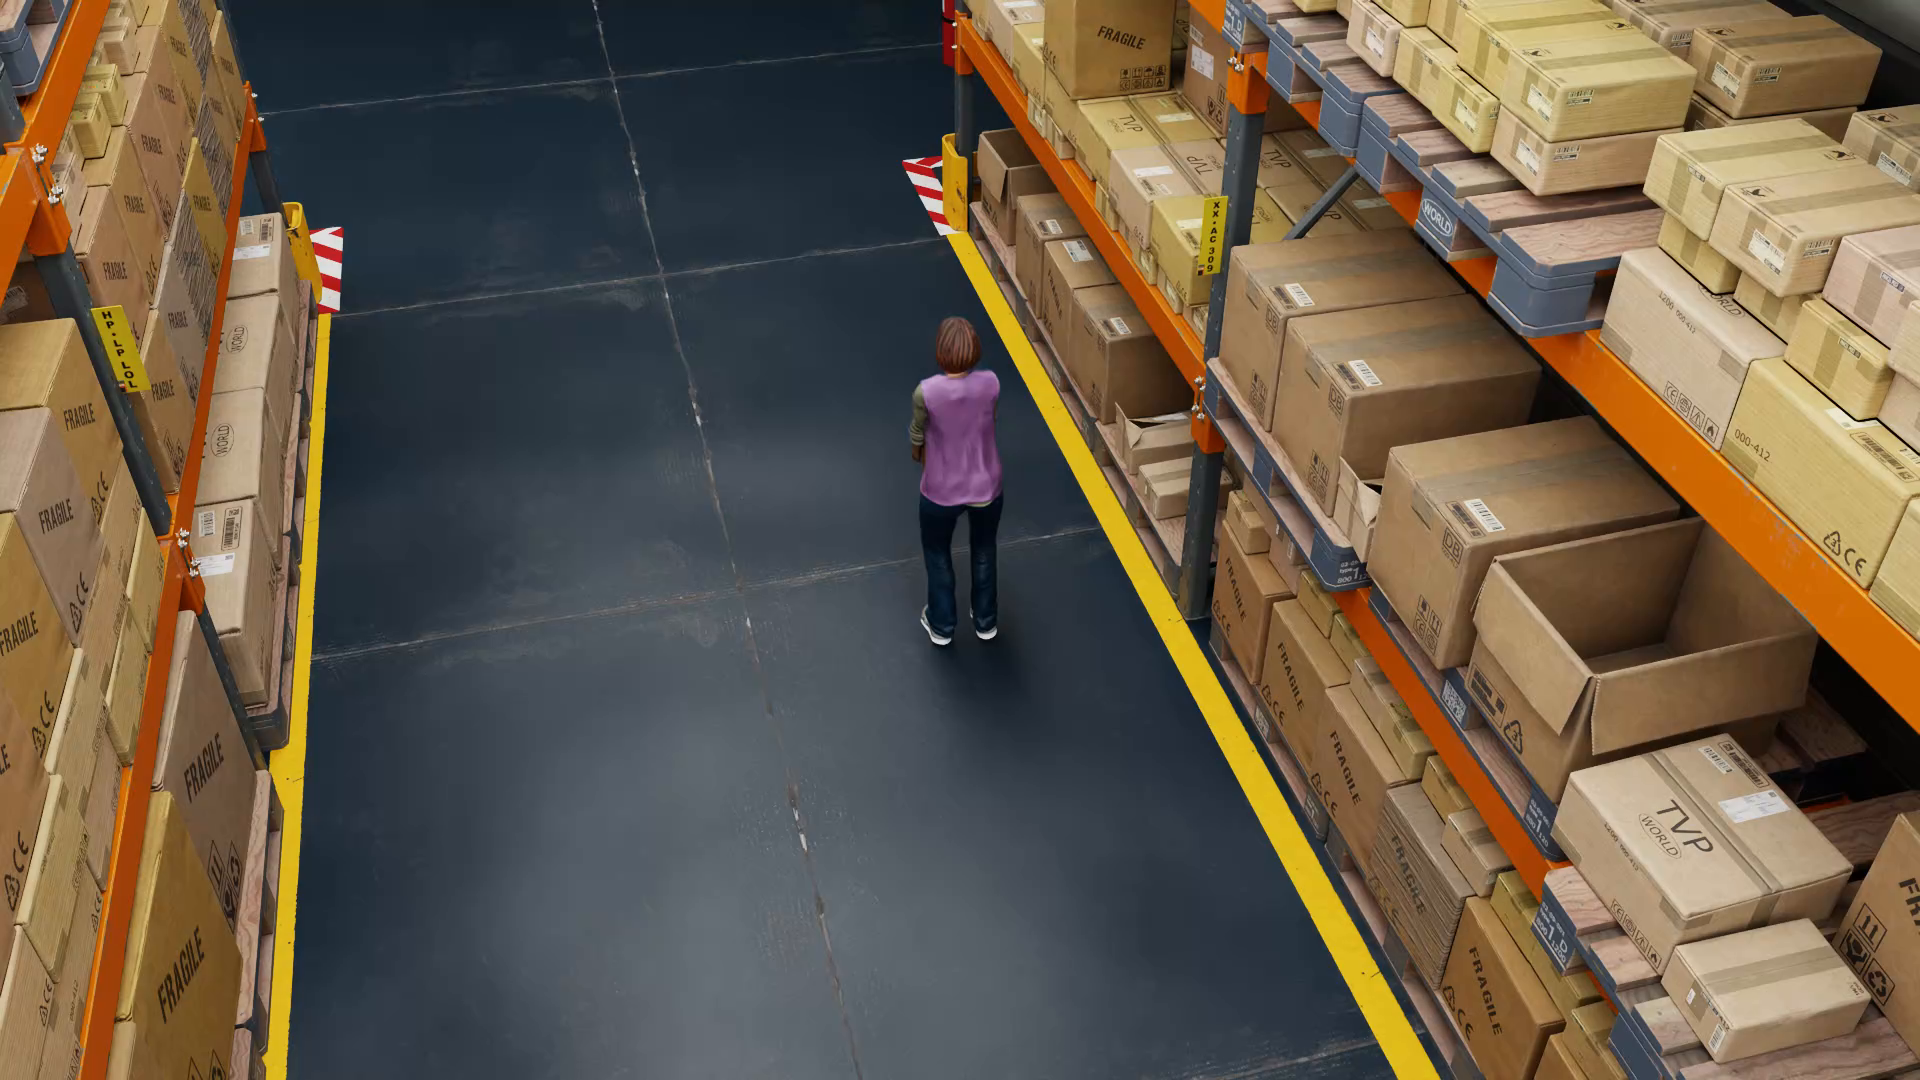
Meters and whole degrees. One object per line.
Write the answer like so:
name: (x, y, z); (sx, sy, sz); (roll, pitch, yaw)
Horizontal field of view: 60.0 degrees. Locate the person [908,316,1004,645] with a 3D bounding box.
person: (-0.018, -0.267, 7.060); (0.375, 1.596, 0.508); (-8, 39, -10)
